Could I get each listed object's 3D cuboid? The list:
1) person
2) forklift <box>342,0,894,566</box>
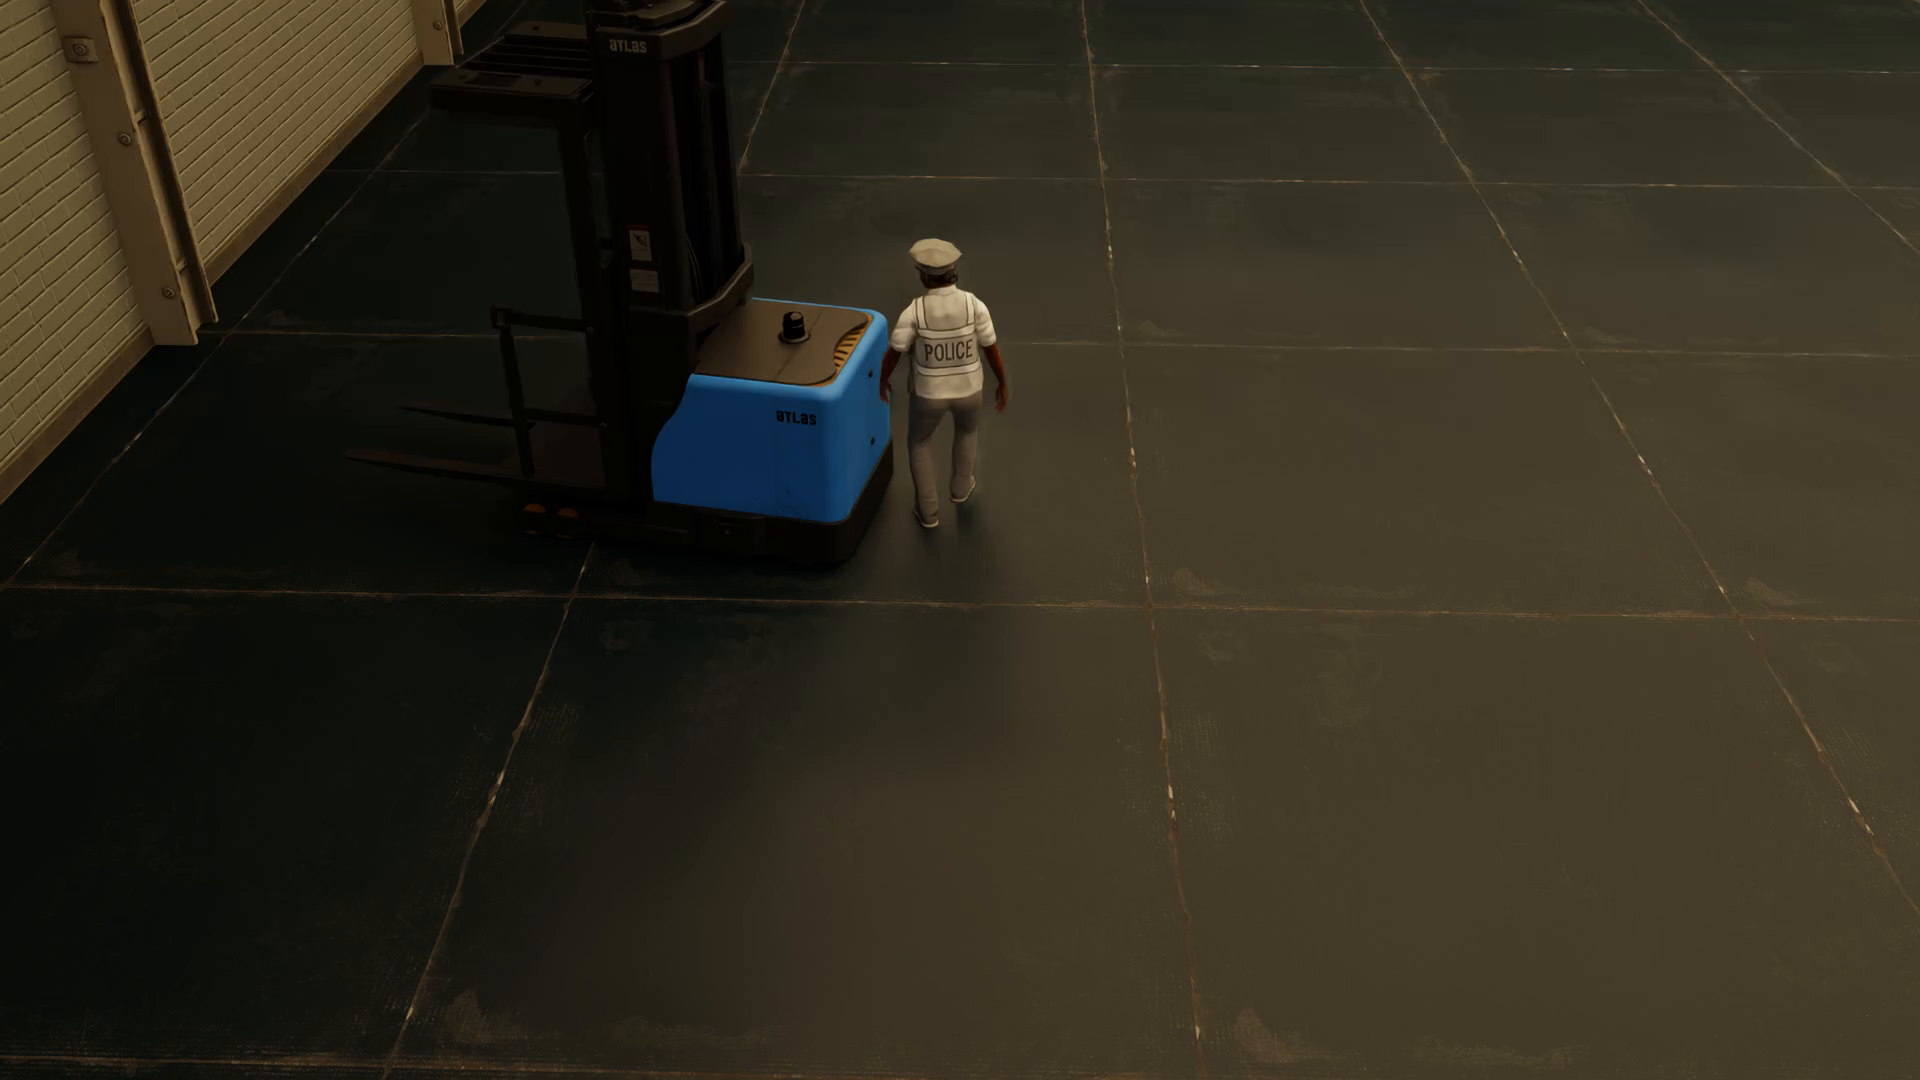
[{"bbox_3d":[-0.099,-0.860,8.932,0.675,1.615,0.575,-7,34,-10],"label":"person"},{"bbox_3d":[-1.954,-1.506,8.721,3.031,2.935,1.130,7,34,11],"label":"forklift"}]
